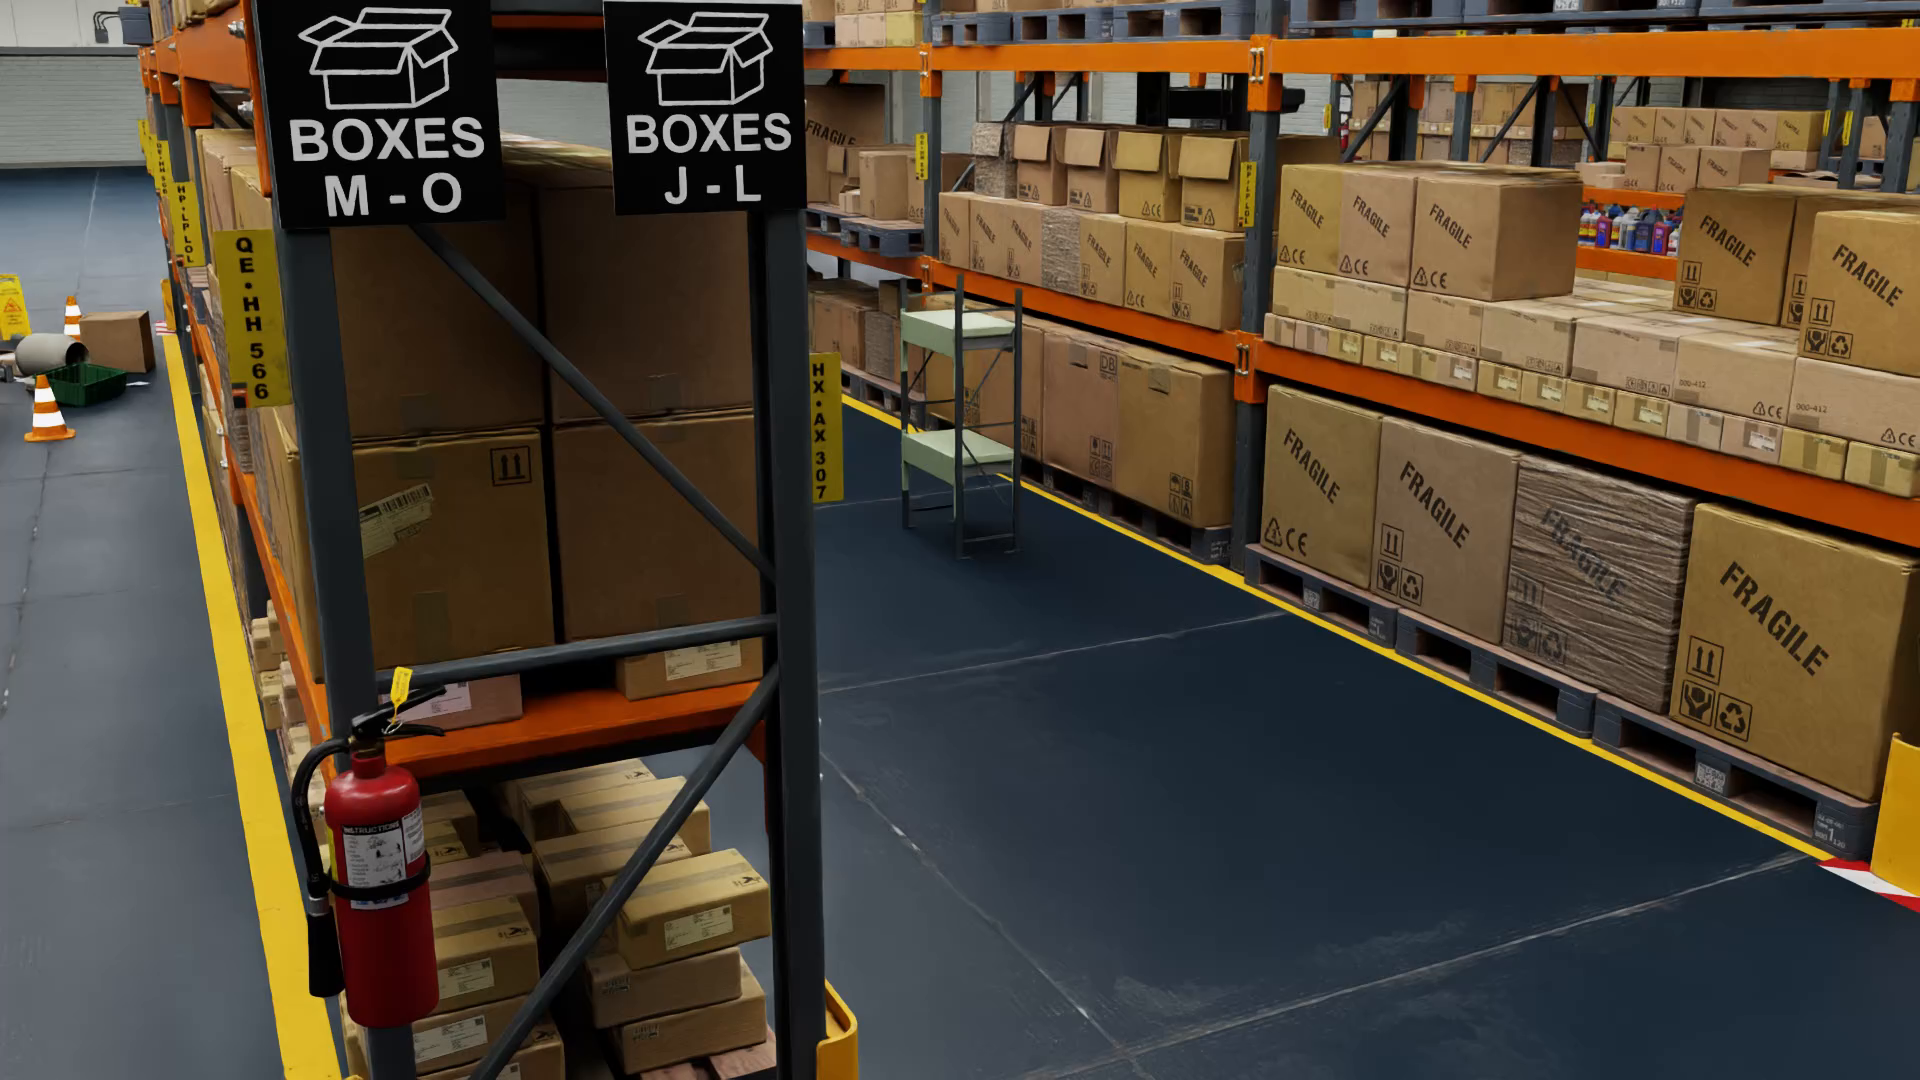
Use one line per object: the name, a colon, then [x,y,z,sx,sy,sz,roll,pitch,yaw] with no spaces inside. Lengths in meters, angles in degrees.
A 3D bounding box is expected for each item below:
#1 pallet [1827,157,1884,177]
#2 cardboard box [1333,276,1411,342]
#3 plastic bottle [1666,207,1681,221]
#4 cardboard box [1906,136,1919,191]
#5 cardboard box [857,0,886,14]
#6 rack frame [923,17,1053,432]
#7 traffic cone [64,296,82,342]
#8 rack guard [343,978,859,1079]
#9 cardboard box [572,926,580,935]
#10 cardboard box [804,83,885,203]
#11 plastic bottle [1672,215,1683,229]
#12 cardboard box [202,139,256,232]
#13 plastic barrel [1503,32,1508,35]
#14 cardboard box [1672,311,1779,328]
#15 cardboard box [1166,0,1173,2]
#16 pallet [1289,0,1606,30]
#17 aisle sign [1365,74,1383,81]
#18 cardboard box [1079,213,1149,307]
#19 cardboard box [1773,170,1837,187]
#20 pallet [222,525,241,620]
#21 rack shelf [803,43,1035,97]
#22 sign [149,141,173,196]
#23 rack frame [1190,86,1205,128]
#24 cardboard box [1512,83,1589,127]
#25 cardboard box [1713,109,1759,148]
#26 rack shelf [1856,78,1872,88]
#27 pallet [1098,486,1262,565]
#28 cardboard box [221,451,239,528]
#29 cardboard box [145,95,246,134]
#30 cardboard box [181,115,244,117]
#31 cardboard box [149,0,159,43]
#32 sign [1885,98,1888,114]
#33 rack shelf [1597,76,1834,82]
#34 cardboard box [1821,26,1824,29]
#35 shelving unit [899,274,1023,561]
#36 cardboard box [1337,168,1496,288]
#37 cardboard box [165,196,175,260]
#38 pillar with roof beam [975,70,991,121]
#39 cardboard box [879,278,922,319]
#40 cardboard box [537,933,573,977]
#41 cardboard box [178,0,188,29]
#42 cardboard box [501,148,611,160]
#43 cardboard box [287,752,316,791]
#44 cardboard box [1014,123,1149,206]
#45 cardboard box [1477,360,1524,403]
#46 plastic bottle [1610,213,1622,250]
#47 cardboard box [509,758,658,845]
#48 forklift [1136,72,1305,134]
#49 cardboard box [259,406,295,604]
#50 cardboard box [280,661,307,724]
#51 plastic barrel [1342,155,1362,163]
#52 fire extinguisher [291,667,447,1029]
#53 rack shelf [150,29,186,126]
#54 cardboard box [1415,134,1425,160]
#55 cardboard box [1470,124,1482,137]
pallet: [12.020,-4.804,21.401,1.003,0.211,1.213,-8,18,-25]
cardboard box: [2.146,-1.123,7.958,0.500,0.250,0.500,-8,18,-25]
plastic bottle: [5.724,-2.526,13.327,0.061,0.283,0.133,-8,18,-25]
cardboard box: [9.494,-3.619,15.982,0.500,0.500,0.700,15,22,42]
cardboard box: [-0.458,-4.260,12.631,0.500,0.500,0.500,-8,18,-25]
rack frame: [0.210,-2.316,12.382,1.000,3.000,0.127,-8,18,-25]
traffic cone: [-8.841,-2.202,16.586,0.336,0.463,0.334,-8,18,-25]
rack guard: [-0.821,1.425,3.879,1.175,0.500,0.348,-8,18,-25]
cardboard box: [-0.856,1.032,4.584,0.380,0.149,0.250,-8,18,-25]
cardboard box: [-1.320,-3.584,14.952,1.000,1.000,1.000,-8,18,-25]
plastic bottle: [5.675,-2.463,13.106,0.061,0.283,0.133,-8,18,-25]
cardboard box: [-2.128,-1.025,5.350,0.500,0.500,0.500,-7,18,-24]
plastic barrel: [4.802,-4.524,14.436,0.421,0.512,0.421,0,16,0]
cardboard box: [3.297,-0.808,6.860,0.500,0.250,0.500,-8,18,-27]
cardboard box: [1.445,-3.234,9.839,0.380,0.149,0.250,-8,18,-27]
pallet: [2.311,-2.519,7.813,1.003,0.211,1.213,-8,18,-25]
aisle sign: [5.847,-6.797,23.285,0.394,0.787,0.004,-8,18,-25]
cardboard box: [1.066,-1.707,10.080,0.500,0.500,0.500,-8,18,-26]
cardboard box: [8.899,-3.714,17.417,0.500,0.311,0.500,-8,18,-26]
pallet: [-3.421,0.095,9.037,1.003,0.211,1.213,-8,18,-25]
rack shelf: [-0.666,-3.908,13.796,1.077,0.370,4.000,-8,18,-25]
sign: [-4.790,-2.230,9.985,0.100,0.325,0.005,-8,18,-25]
rack frame: [2.910,-3.906,17.924,1.000,3.000,0.127,-8,18,-25]
cardboard box: [7.164,-5.285,20.195,0.700,0.500,0.500,-8,18,-25]
cardboard box: [10.896,-5.730,23.157,0.500,0.500,0.500,-8,18,-26]
rack shelf: [9.993,-4.112,14.508,1.077,0.370,4.000,-8,18,-25]
pallet: [1.557,-0.166,9.946,1.003,0.211,1.213,-8,18,-25]
cardboard box: [-3.094,-0.264,7.645,0.500,0.250,0.500,-8,18,-26]
cardboard box: [-7.223,-3.939,15.809,0.875,0.550,0.550,-8,18,-25]
cardboard box: [-5.595,-3.012,12.815,0.700,0.500,0.500,-8,18,-26]
cardboard box: [-4.282,-3.058,9.348,0.500,0.500,0.500,-8,18,-25]
sign: [12.313,-5.728,22.173,0.100,0.325,0.005,-8,18,-25]
rack shelf: [10.940,-6.695,23.509,1.077,0.370,4.000,-8,18,-25]
cardboard box: [8.867,-5.189,16.468,0.500,0.250,0.500,-9,18,-29]
shelving unit: [-0.003,-0.723,9.550,0.431,1.500,0.755,-8,18,-25]
cardboard box: [2.151,-1.483,7.852,0.500,0.500,0.500,-8,18,-25]
cardboard box: [-5.618,-2.369,12.387,0.500,0.500,0.500,-8,18,-25]
pillar with roof beam: [-3.236,-14.340,43.409,9.100,9.000,0.400,-8,18,-25]
cardboard box: [-0.352,-1.979,13.583,0.500,0.250,0.500,-6,17,-19]
cardboard box: [-1.033,1.126,4.795,0.380,0.149,0.250,-7,18,-24]
cardboard box: [-2.347,-1.849,5.591,0.500,0.250,0.500,-8,18,-26]
cardboard box: [-1.181,-0.829,4.668,0.500,0.500,0.500,-8,18,-26]
cardboard box: [-1.985,0.785,5.444,0.380,0.149,0.250,-7,18,-24]
cardboard box: [0.799,-2.501,11.027,0.797,0.503,0.637,-7,18,-24]
cardboard box: [2.477,-0.703,7.219,0.380,0.149,0.250,-8,18,-26]
plastic bottle: [5.094,-2.388,12.866,0.097,0.271,0.097,0,16,0]
cardboard box: [-1.119,0.771,4.956,0.380,0.149,0.250,-9,18,-28]
forklift: [2.010,-2.484,13.092,1.130,2.935,3.031,8,18,26]
cardboard box: [-1.437,-0.157,4.141,0.500,0.500,0.500,-8,18,-26]
cardboard box: [-2.181,0.511,5.862,0.380,0.149,0.250,-7,18,-24]
plastic barrel: [3.643,-3.418,15.979,0.433,0.535,0.433,0,16,0]
fire extinguisher: [-1.093,0.577,3.119,0.296,0.674,0.183,-8,18,-25]
rack shelf: [-3.417,-2.341,8.338,1.077,0.370,4.000,-8,18,-25]
cardboard box: [6.252,-5.173,22.157,0.700,0.500,0.500,-8,18,-25]
cardboard box: [6.609,-5.158,20.928,0.380,0.149,0.250,-8,18,-25]
